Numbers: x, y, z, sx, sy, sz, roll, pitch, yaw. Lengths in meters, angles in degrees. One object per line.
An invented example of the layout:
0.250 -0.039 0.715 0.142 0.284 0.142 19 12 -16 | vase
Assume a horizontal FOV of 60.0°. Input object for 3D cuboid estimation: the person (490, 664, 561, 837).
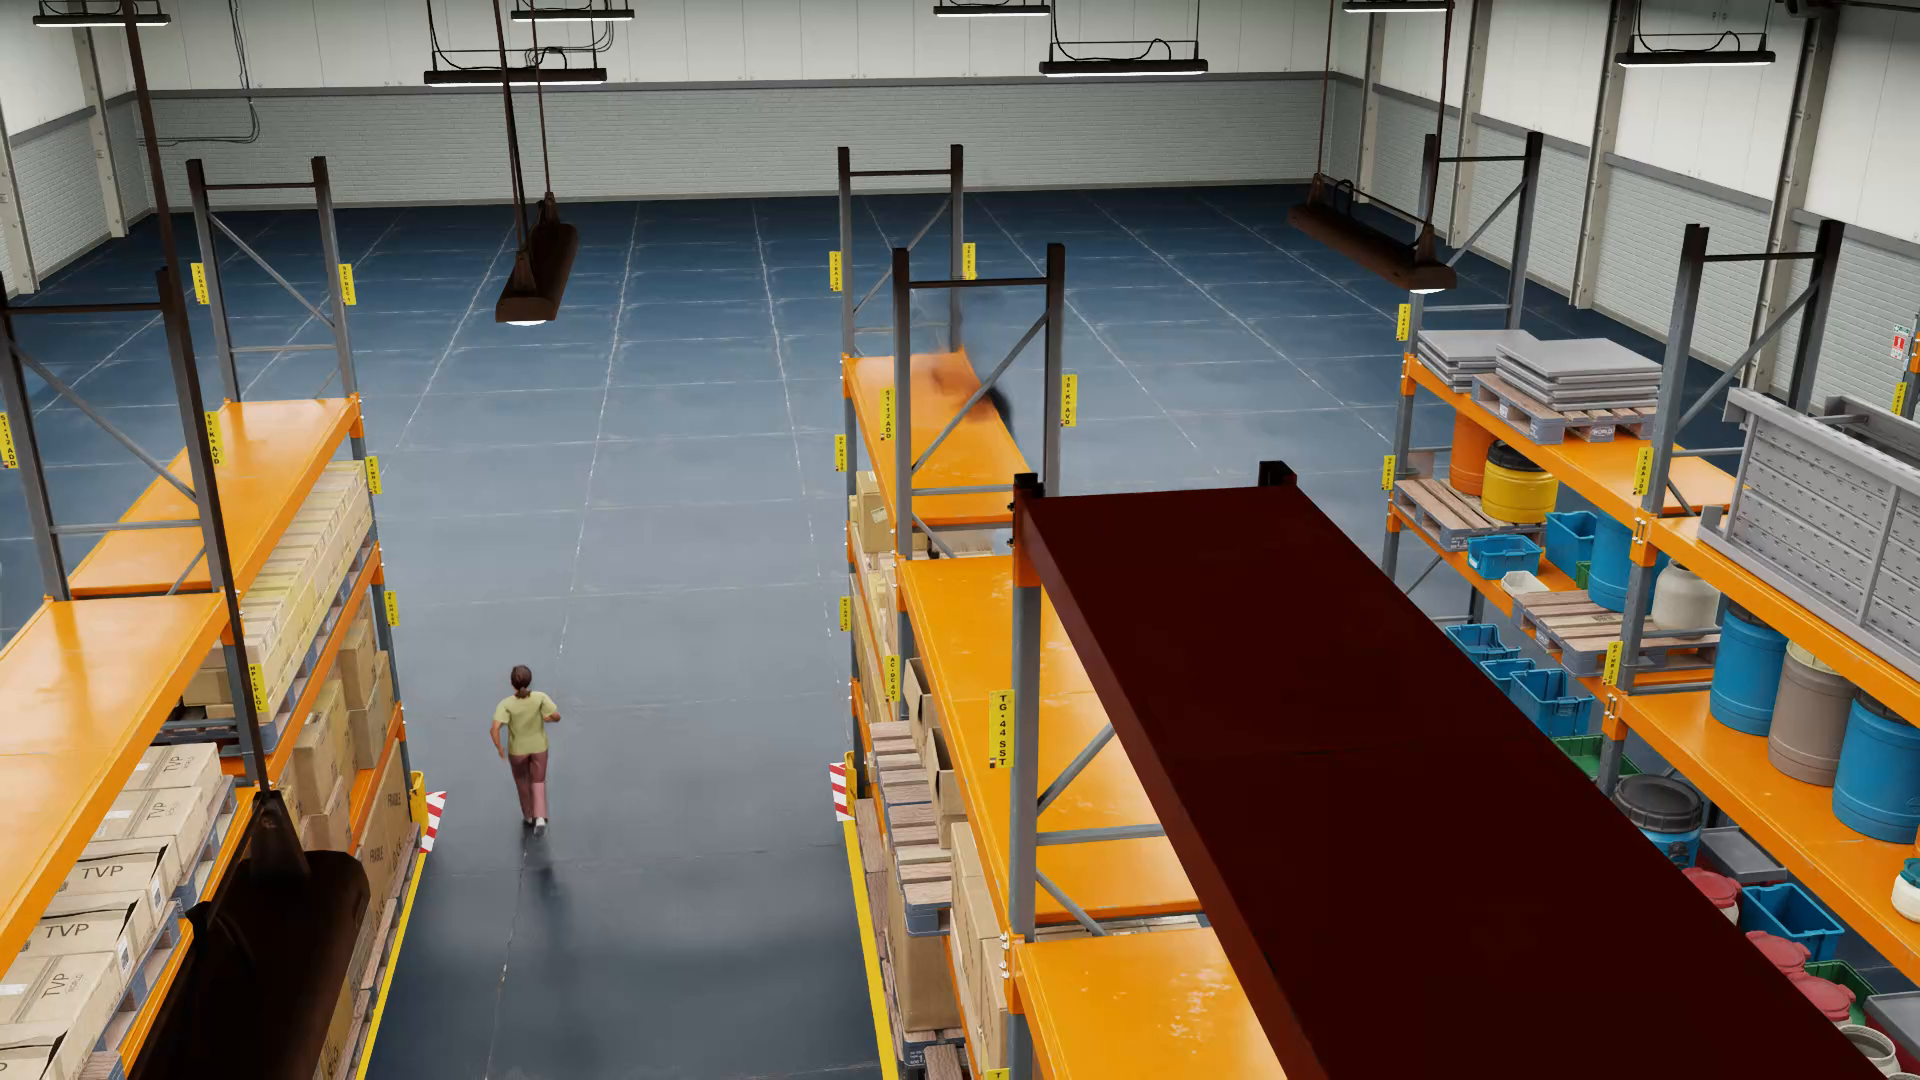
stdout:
-3.806 1.884 14.678 0.616 1.669 0.834 -7 23 -18 | person
